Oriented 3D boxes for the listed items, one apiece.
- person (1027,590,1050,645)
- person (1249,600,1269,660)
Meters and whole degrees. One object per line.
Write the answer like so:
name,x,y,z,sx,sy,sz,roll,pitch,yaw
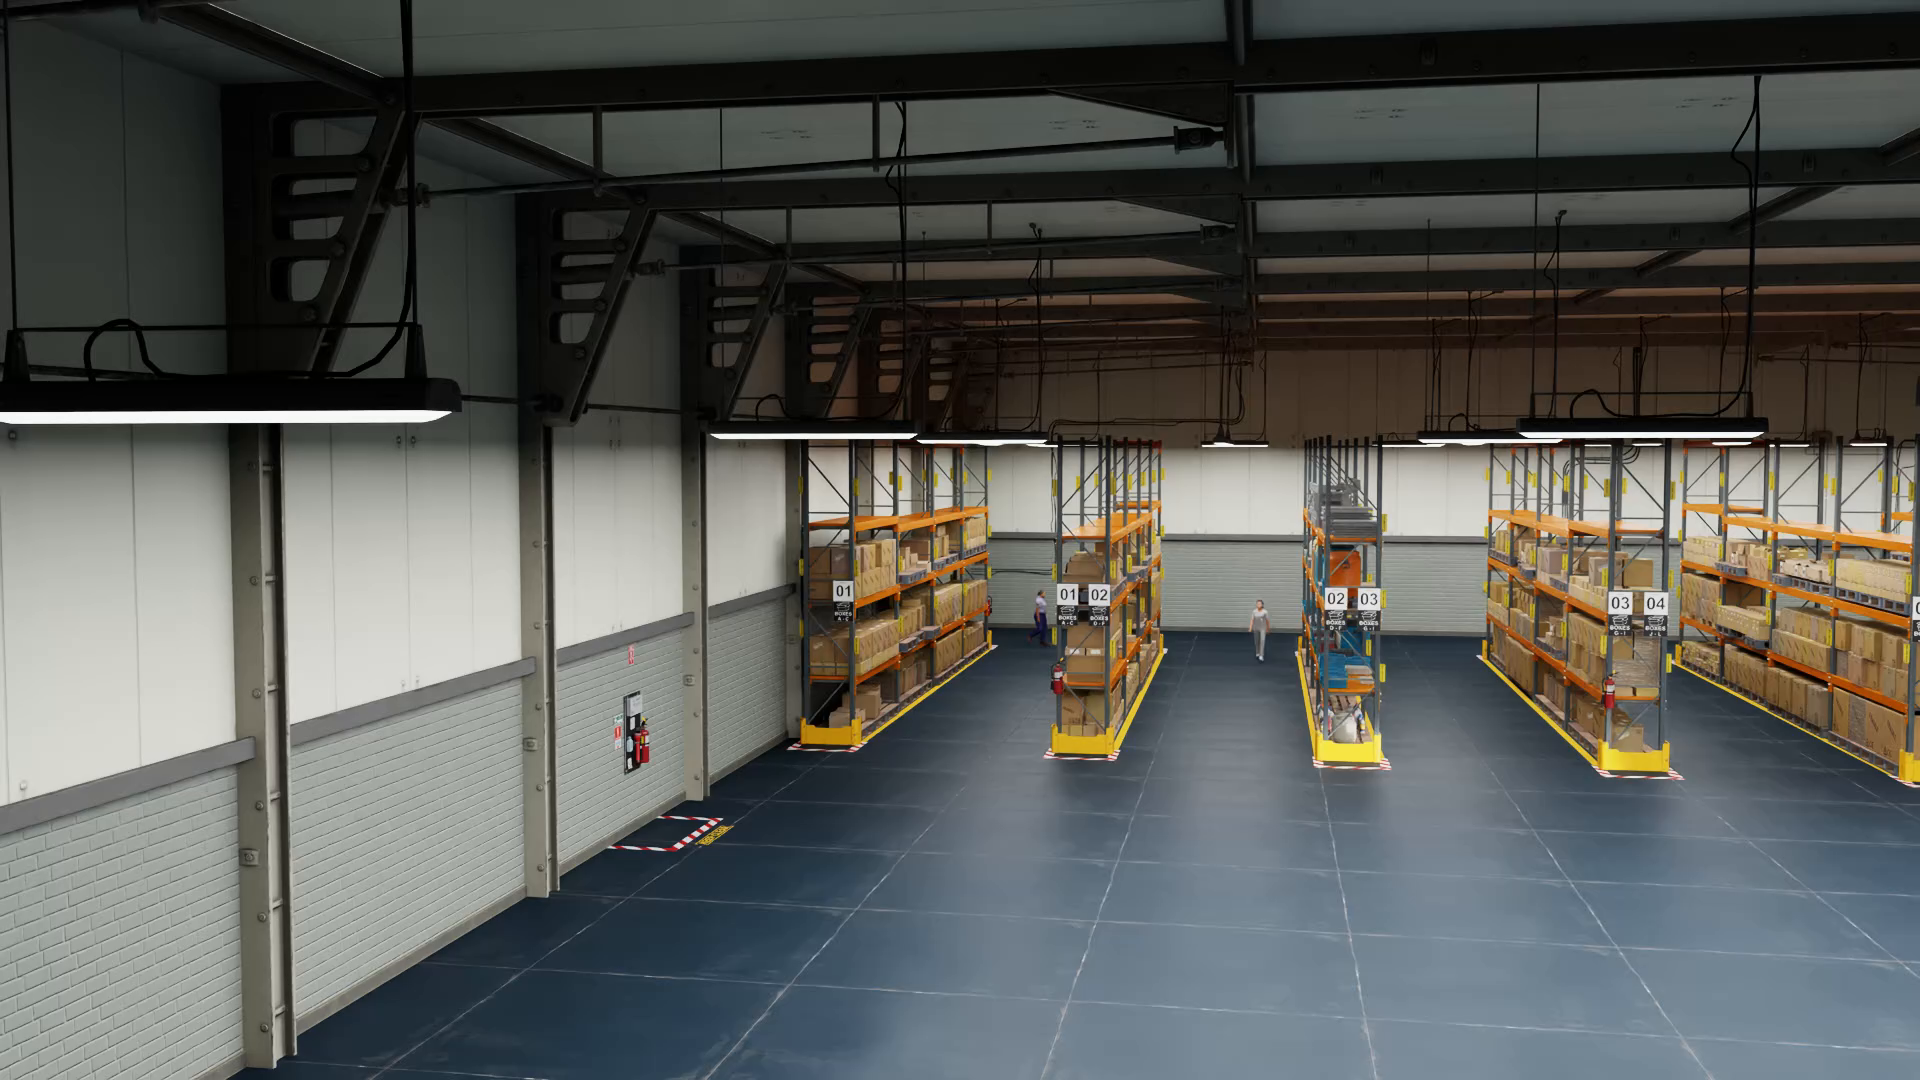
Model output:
person,2.311,2.272,48.688,0.630,1.623,0.524,1,3,23
person,8.168,2.440,45.396,0.542,1.604,1.060,1,3,13
